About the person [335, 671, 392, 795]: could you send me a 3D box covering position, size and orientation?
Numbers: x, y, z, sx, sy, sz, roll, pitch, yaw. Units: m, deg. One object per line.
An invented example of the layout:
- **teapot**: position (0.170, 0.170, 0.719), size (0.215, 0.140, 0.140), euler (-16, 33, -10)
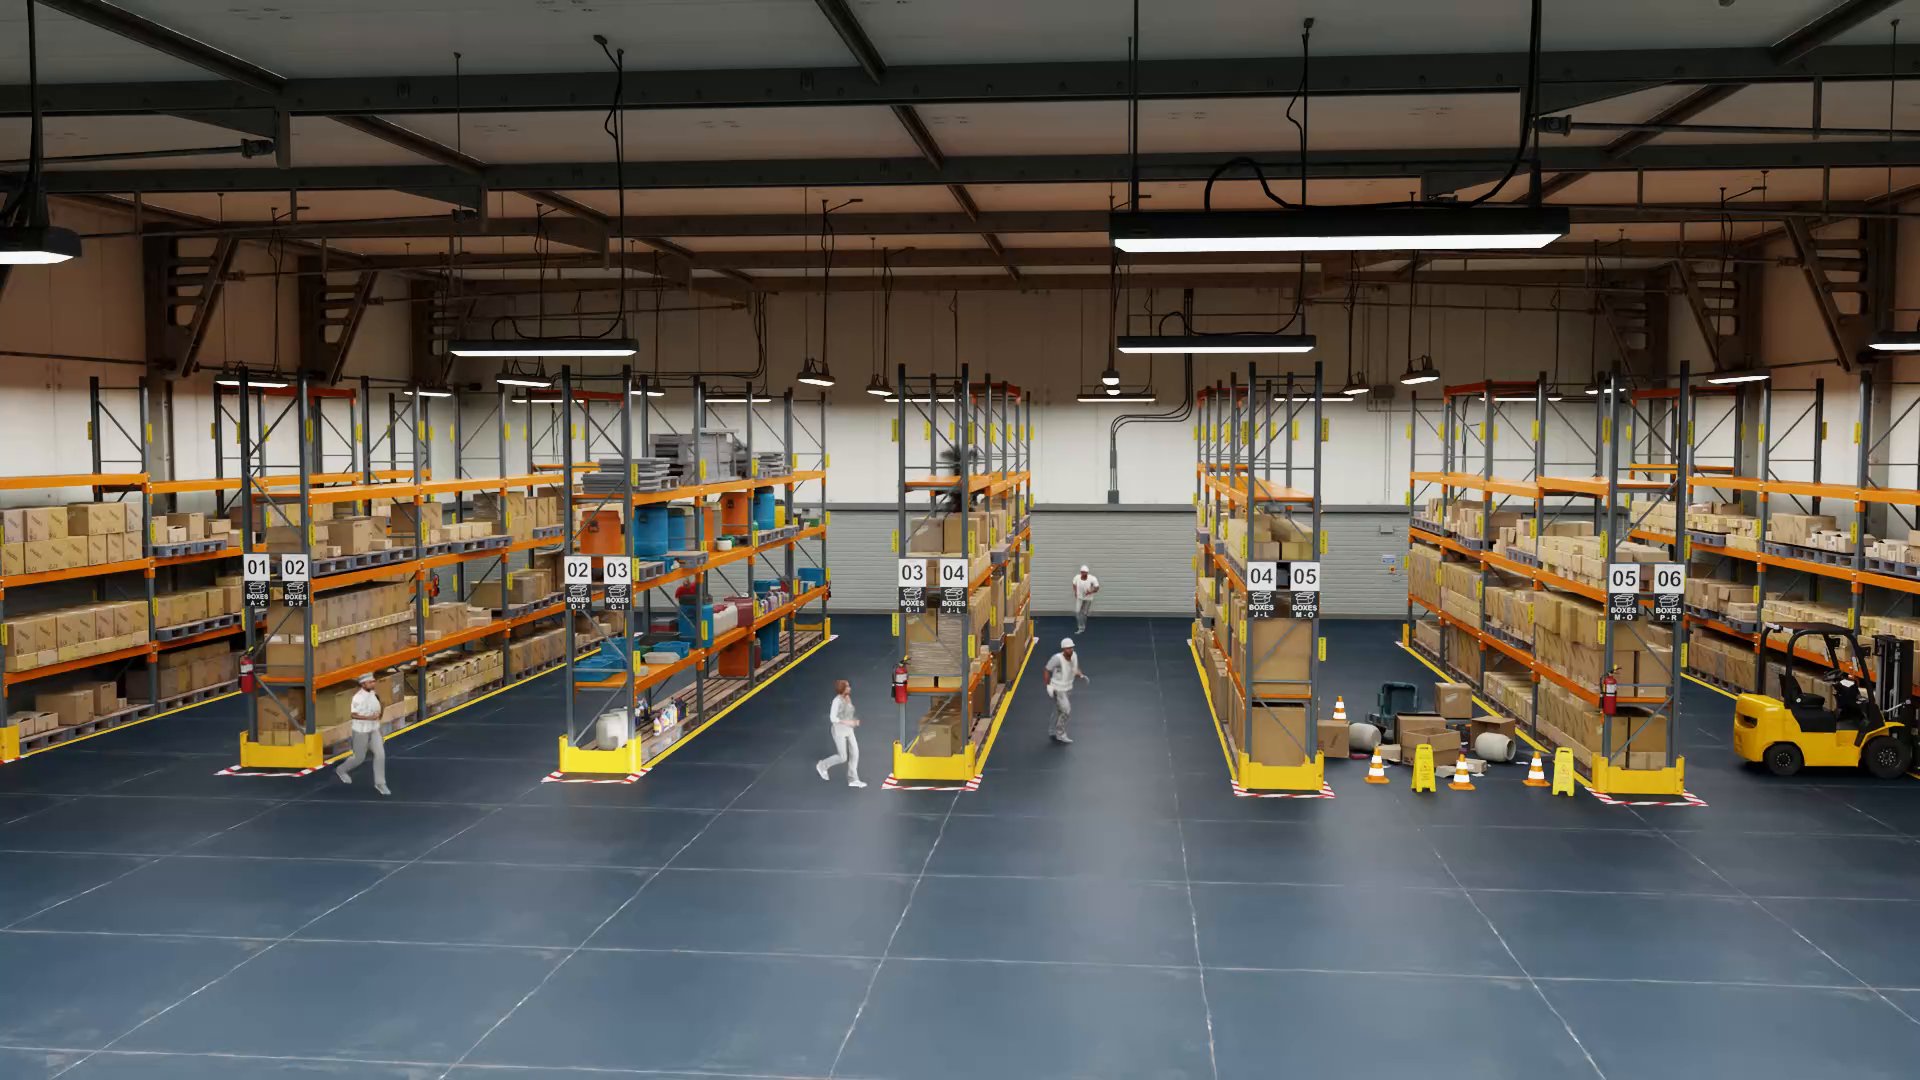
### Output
- **person**: position (-8.330, 2.692, 23.194), size (0.904, 1.732, 0.573), euler (2, 4, 22)

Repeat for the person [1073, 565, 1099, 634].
- **person**: position (3.168, 1.485, 41.727), size (0.692, 1.737, 0.833), euler (1, 4, 13)

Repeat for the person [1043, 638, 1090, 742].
- **person**: position (1.701, 2.438, 27.033), size (0.845, 1.737, 0.702), euler (3, 5, 37)

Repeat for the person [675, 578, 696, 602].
- **person**: position (-6.702, 1.647, 41.084), size (0.704, 1.452, 0.918), euler (-1, 4, -21)

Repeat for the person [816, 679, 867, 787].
- **person**: position (-1.708, 2.724, 23.453), size (0.782, 1.549, 0.581), euler (1, 4, 22)
